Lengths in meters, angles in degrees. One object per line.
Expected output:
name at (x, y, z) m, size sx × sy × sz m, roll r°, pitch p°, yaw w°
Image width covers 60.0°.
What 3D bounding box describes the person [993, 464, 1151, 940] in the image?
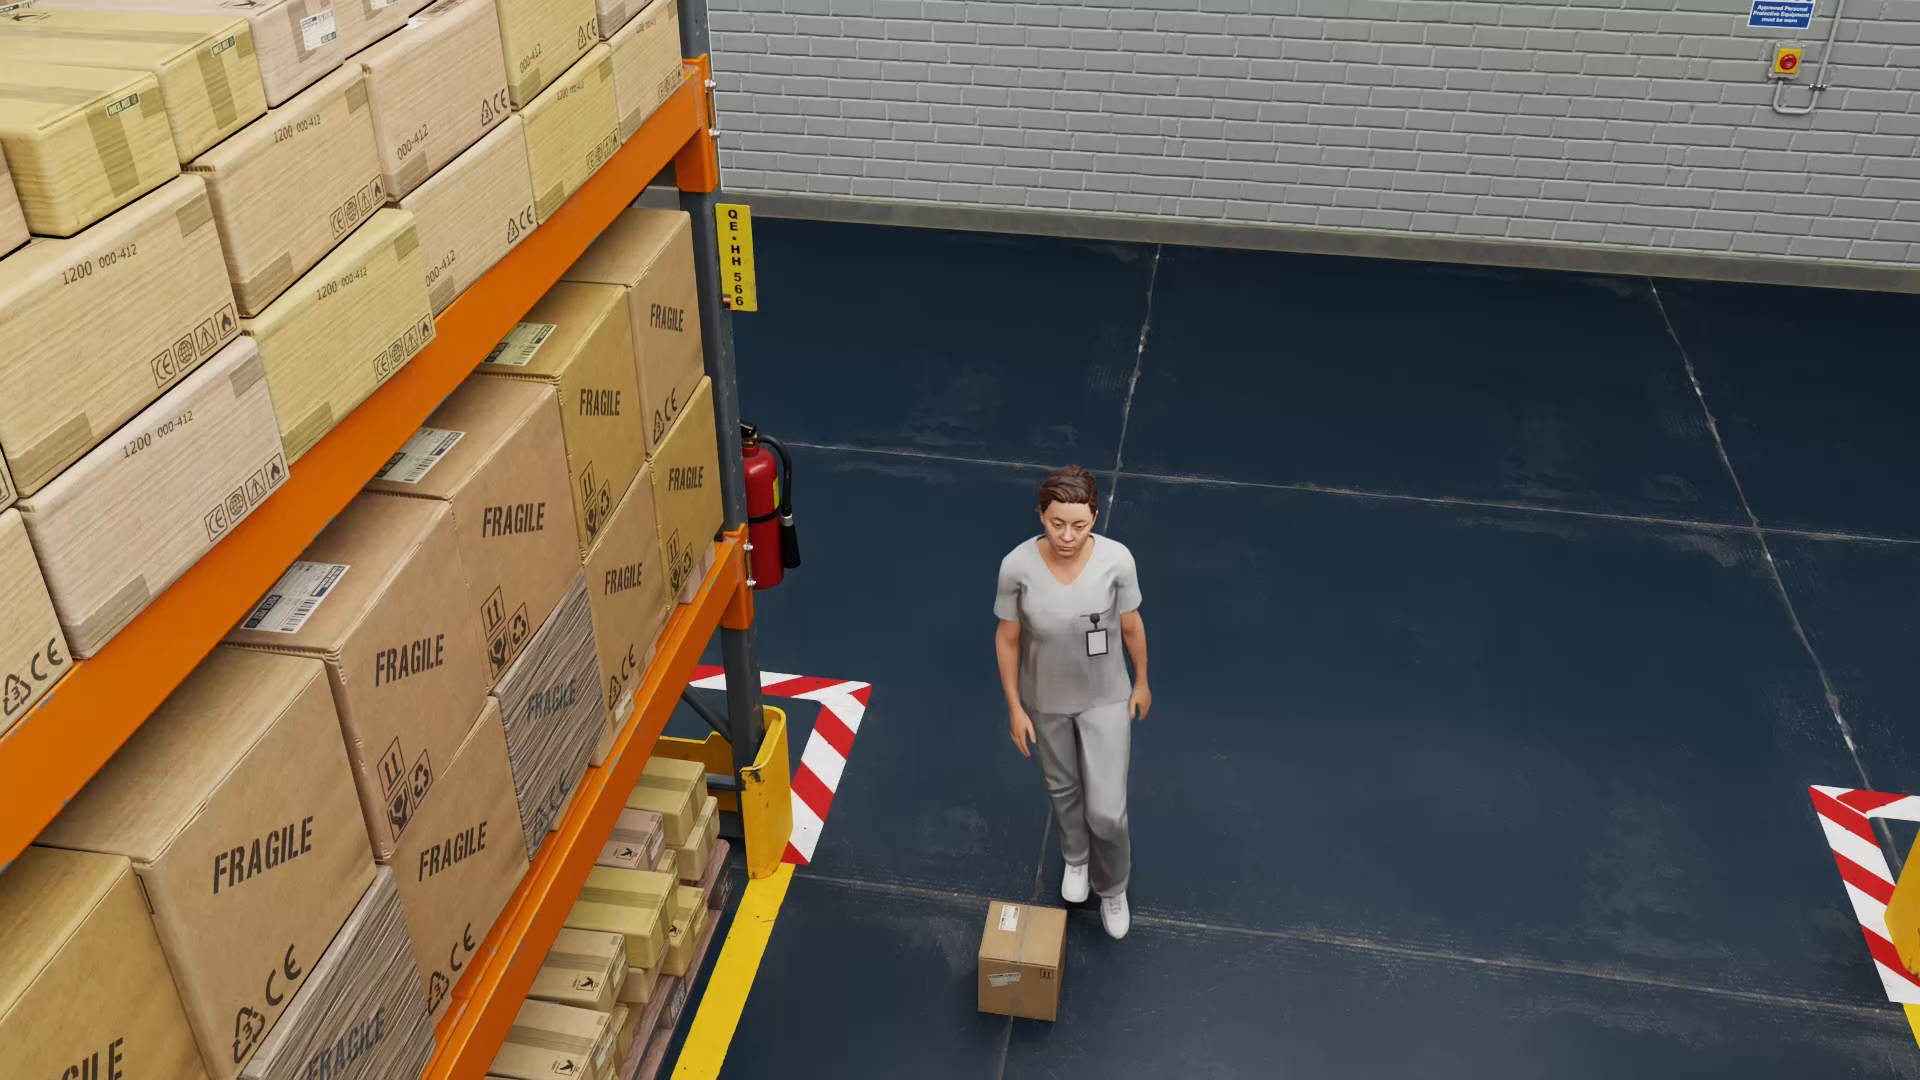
person at (0.349, 0.536, 5.293) m, size 0.504 × 1.694 × 0.504 m, roll 5°, pitch 33°, yaw 8°
